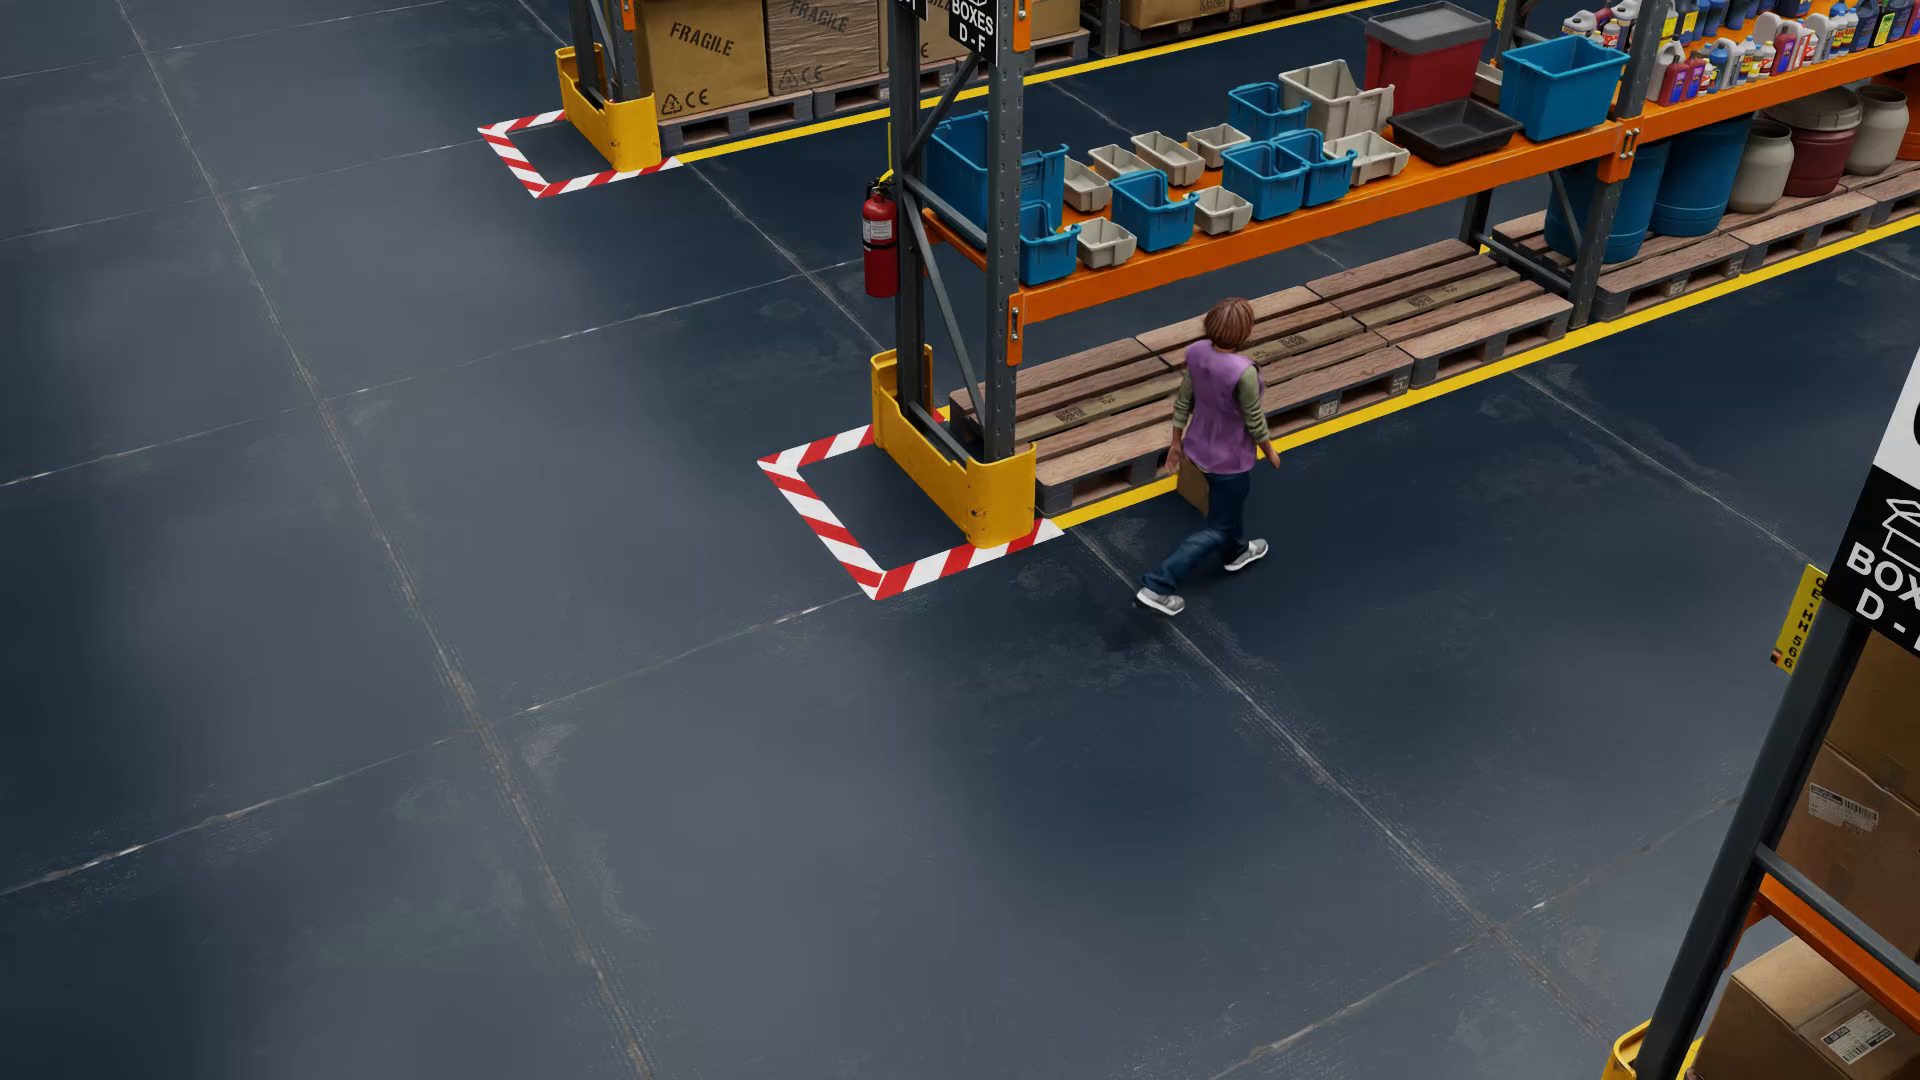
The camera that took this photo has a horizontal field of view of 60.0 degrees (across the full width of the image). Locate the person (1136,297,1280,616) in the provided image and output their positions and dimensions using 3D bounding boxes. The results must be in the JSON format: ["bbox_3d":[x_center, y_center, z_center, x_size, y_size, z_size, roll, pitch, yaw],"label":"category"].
[{"bbox_3d":[1.141,-0.391,7.437,0.913,1.543,0.421,-21,42,-26],"label":"person"}]
